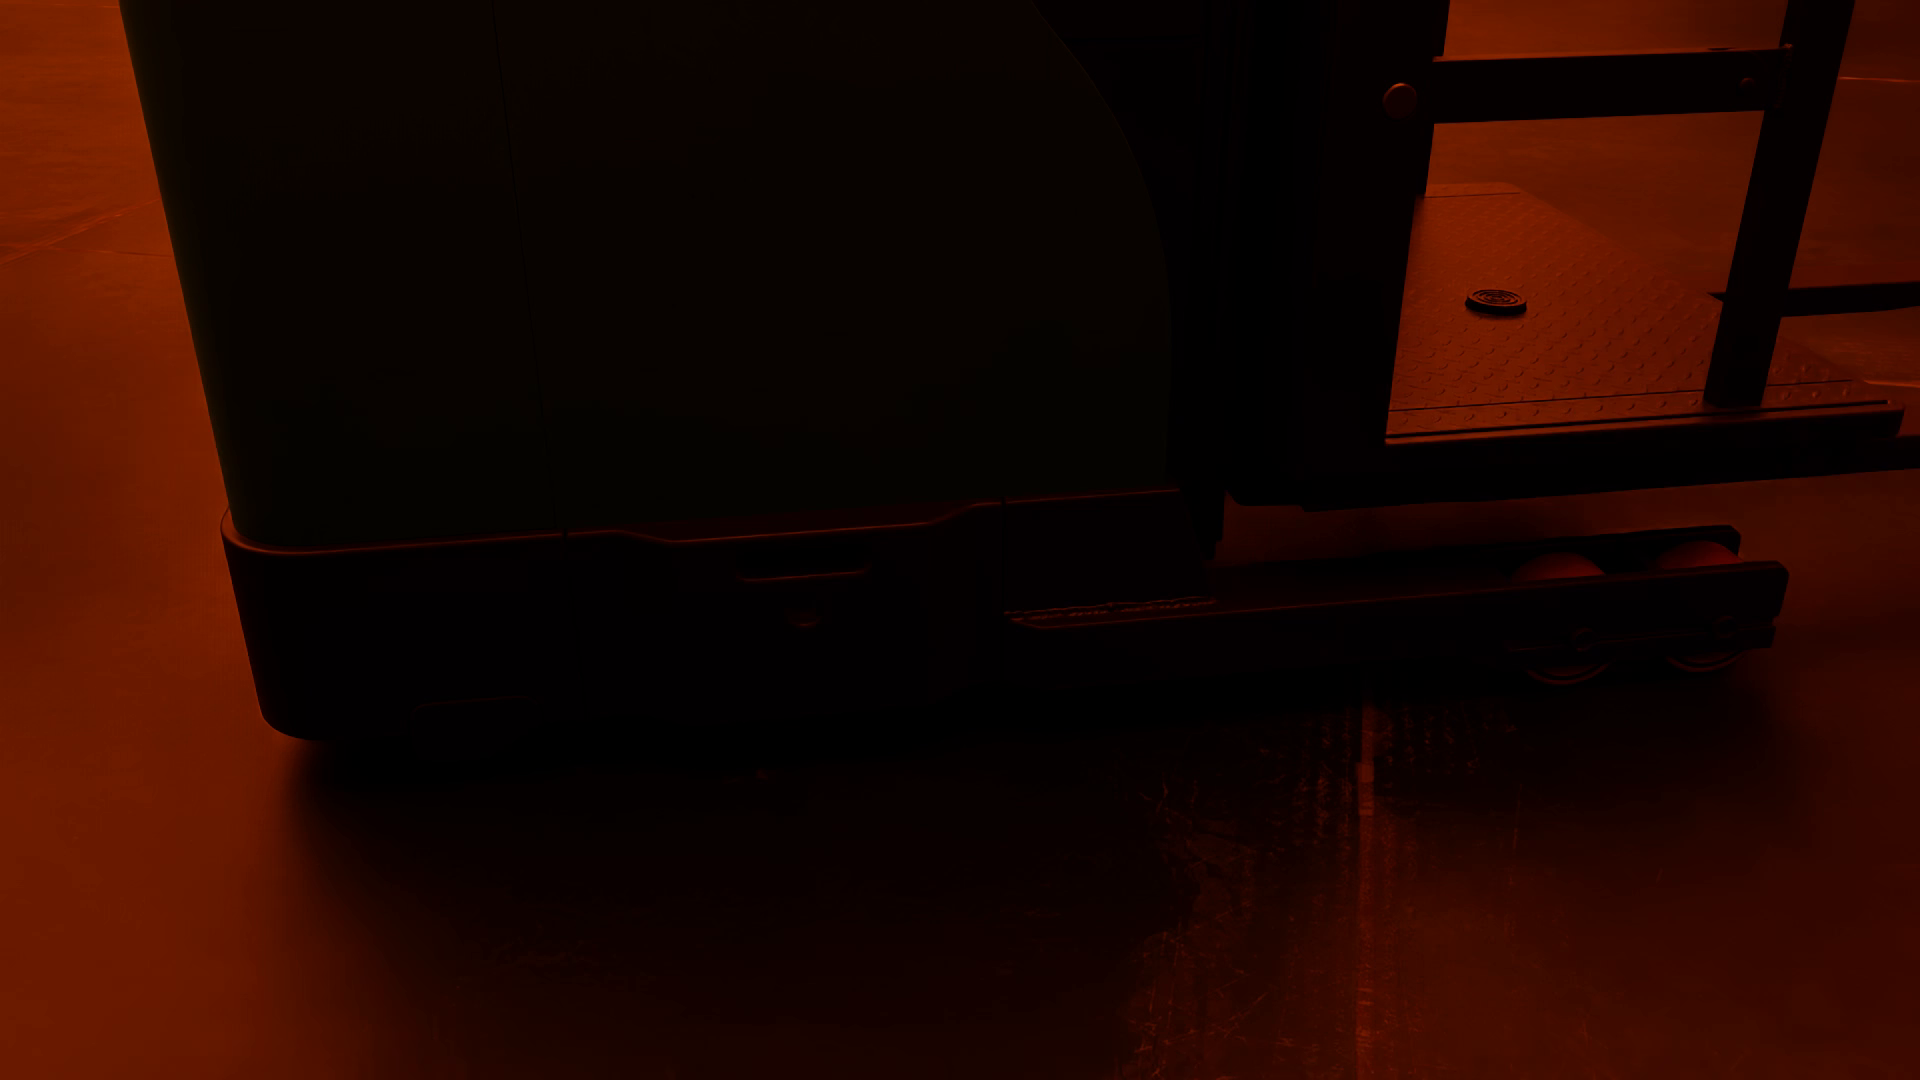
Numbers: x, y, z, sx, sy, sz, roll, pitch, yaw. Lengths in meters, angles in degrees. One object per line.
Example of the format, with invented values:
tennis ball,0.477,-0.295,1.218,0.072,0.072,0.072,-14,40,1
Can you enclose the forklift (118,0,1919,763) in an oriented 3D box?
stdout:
forklift,0.600,-1.354,1.930,3.031,2.935,1.130,-4,27,-9
